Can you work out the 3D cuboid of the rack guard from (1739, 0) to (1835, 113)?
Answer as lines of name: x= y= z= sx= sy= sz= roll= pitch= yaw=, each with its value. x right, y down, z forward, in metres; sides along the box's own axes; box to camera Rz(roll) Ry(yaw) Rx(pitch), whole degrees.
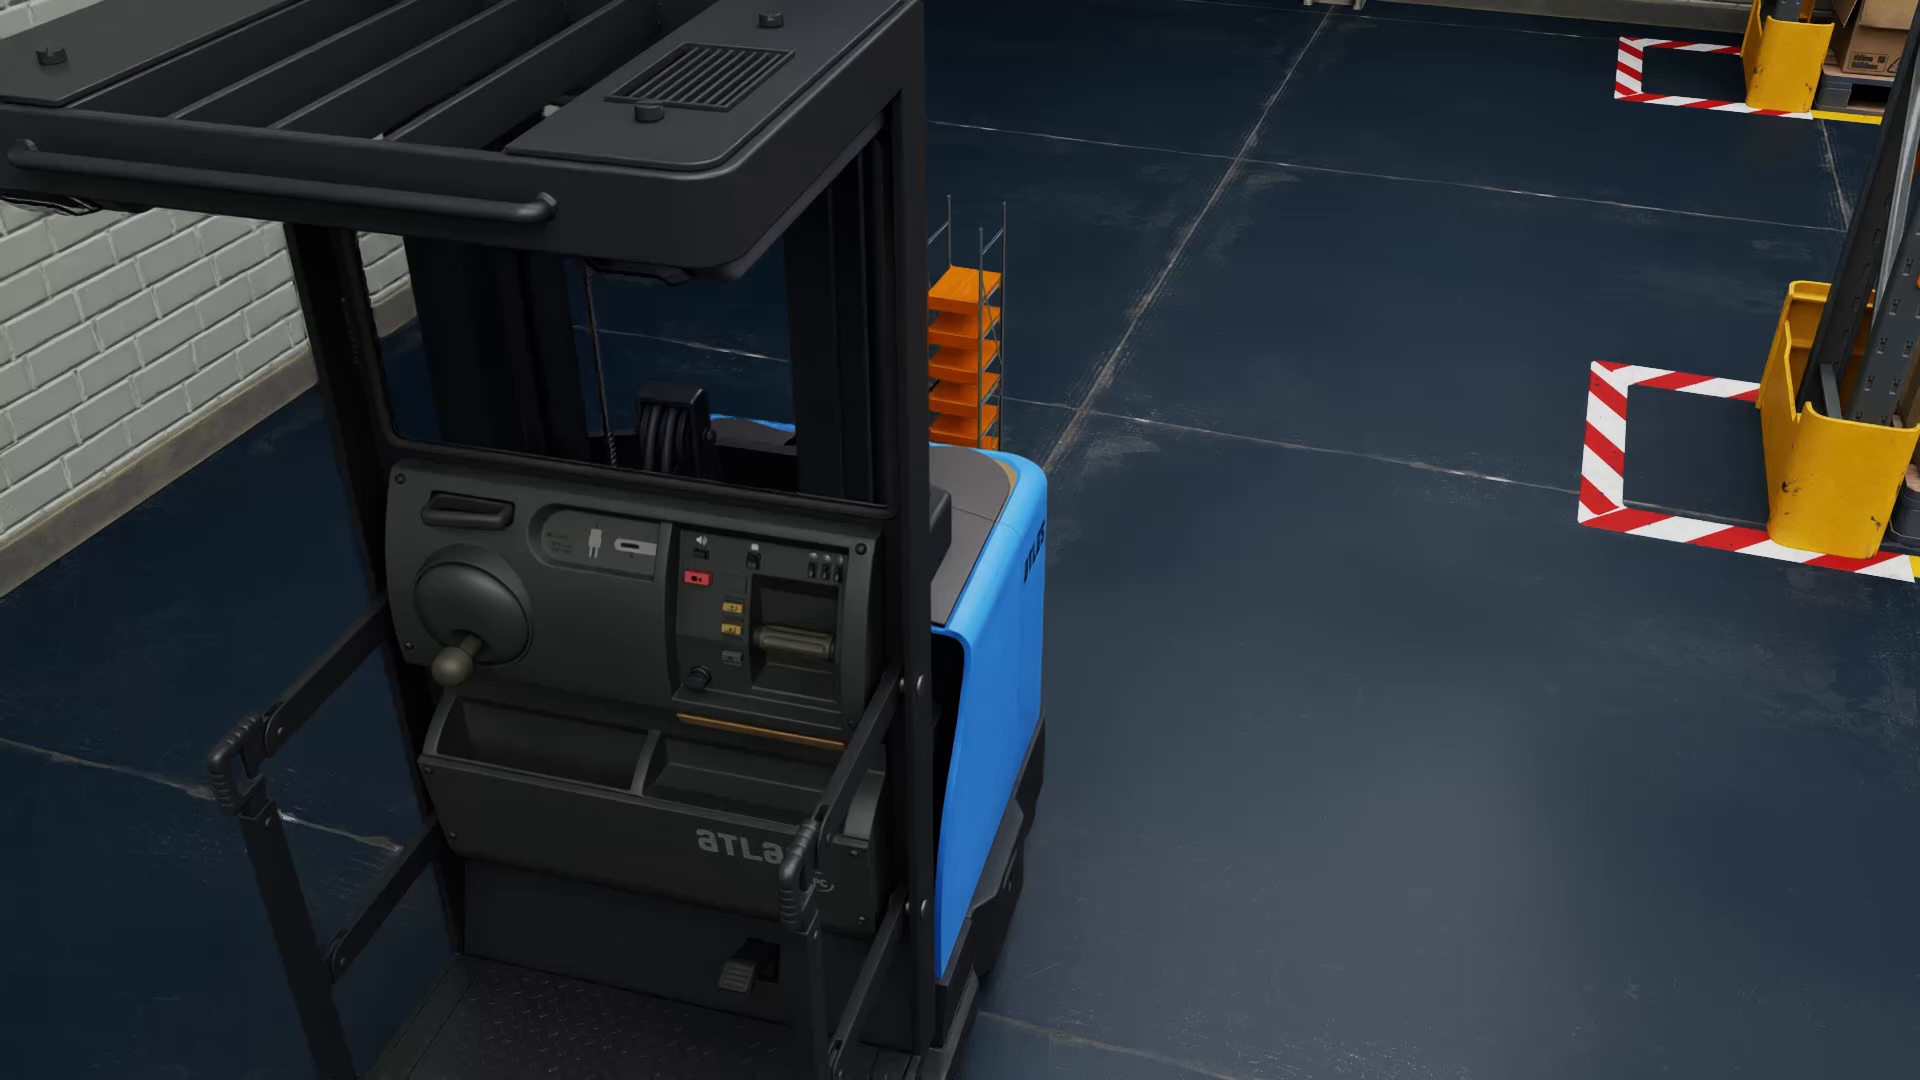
rack guard: x=4.910 y=-2.979 z=9.903 sx=0.348 sy=0.500 sz=1.175 roll=11 pitch=34 yaw=16

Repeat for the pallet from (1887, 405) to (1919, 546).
pallet: x=3.946 y=-0.230 z=5.912 sx=1.213 sy=0.211 sz=1.003 roll=11 pitch=34 yaw=16

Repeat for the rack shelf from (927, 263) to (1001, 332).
rack shelf: x=0.014 y=-0.767 z=5.249 sx=0.180 sy=0.103 sz=0.258 roll=11 pitch=34 yaw=16

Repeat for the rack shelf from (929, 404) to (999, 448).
rack shelf: x=0.014 y=-0.363 z=5.510 sx=0.180 sy=0.103 sz=0.258 roll=11 pitch=34 yaw=16

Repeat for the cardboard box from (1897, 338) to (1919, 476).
cardboard box: x=3.822 y=-0.538 z=5.793 sx=0.875 sy=0.438 sz=0.875 roll=10 pitch=34 yaw=15

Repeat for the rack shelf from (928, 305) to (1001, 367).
rack shelf: x=0.014 y=-0.666 z=5.314 sx=0.180 sy=0.103 sz=0.258 roll=11 pitch=34 yaw=16

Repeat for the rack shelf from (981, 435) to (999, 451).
rack shelf: x=0.014 y=-0.262 z=5.575 sx=0.180 sy=0.103 sz=0.258 roll=11 pitch=34 yaw=16

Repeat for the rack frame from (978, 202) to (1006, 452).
rack frame: x=0.100 y=-0.485 z=5.395 sx=0.006 sy=1.200 sz=0.240 roll=11 pitch=34 yaw=16

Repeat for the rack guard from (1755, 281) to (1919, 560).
rack guard: x=3.145 y=-0.462 z=6.005 sx=0.348 sy=0.500 sz=1.175 roll=11 pitch=34 yaw=16

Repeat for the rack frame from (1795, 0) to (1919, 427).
rack frame: x=3.167 y=-1.508 z=5.320 sx=0.127 sy=3.000 sz=1.000 roll=11 pitch=34 yaw=16

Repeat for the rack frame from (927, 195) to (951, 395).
rack frame: x=-0.073 y=-0.518 z=5.446 sx=0.006 sy=1.200 sz=0.240 roll=11 pitch=34 yaw=16

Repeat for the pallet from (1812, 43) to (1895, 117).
pallet: x=5.661 y=-2.712 z=9.757 sx=1.213 sy=0.211 sz=1.003 roll=11 pitch=34 yaw=16

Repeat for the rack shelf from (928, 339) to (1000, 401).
rack shelf: x=0.014 y=-0.565 z=5.379 sx=0.180 sy=0.103 sz=0.258 roll=11 pitch=34 yaw=16

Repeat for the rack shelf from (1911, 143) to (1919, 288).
rack shelf: x=5.050 y=-0.840 z=4.949 sx=4.000 sy=0.370 sz=1.077 roll=11 pitch=34 yaw=16

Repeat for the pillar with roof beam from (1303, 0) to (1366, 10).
pillar with roof beam: x=1.152 y=-5.319 z=5.692 sx=0.400 sy=9.000 sz=9.100 roll=11 pitch=34 yaw=16

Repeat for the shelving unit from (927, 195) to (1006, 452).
shelving unit: x=0.014 y=-0.501 z=5.420 sx=0.189 sy=1.200 sz=0.258 roll=11 pitch=34 yaw=16

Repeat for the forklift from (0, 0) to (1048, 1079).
forklift: x=-0.654 y=0.165 z=2.793 sx=1.130 sy=2.935 sz=3.031 roll=8 pitch=34 yaw=13

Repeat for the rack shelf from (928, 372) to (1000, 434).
rack shelf: x=0.014 y=-0.464 z=5.445 sx=0.180 sy=0.103 sz=0.258 roll=11 pitch=34 yaw=16

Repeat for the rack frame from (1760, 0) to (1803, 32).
rack frame: x=4.838 y=-4.043 z=9.247 sx=0.127 sy=3.000 sz=1.000 roll=11 pitch=34 yaw=16

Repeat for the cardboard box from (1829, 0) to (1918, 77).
cardboard box: x=5.382 y=-3.011 z=9.562 sx=0.637 sy=0.503 sz=0.797 roll=10 pitch=34 yaw=15
